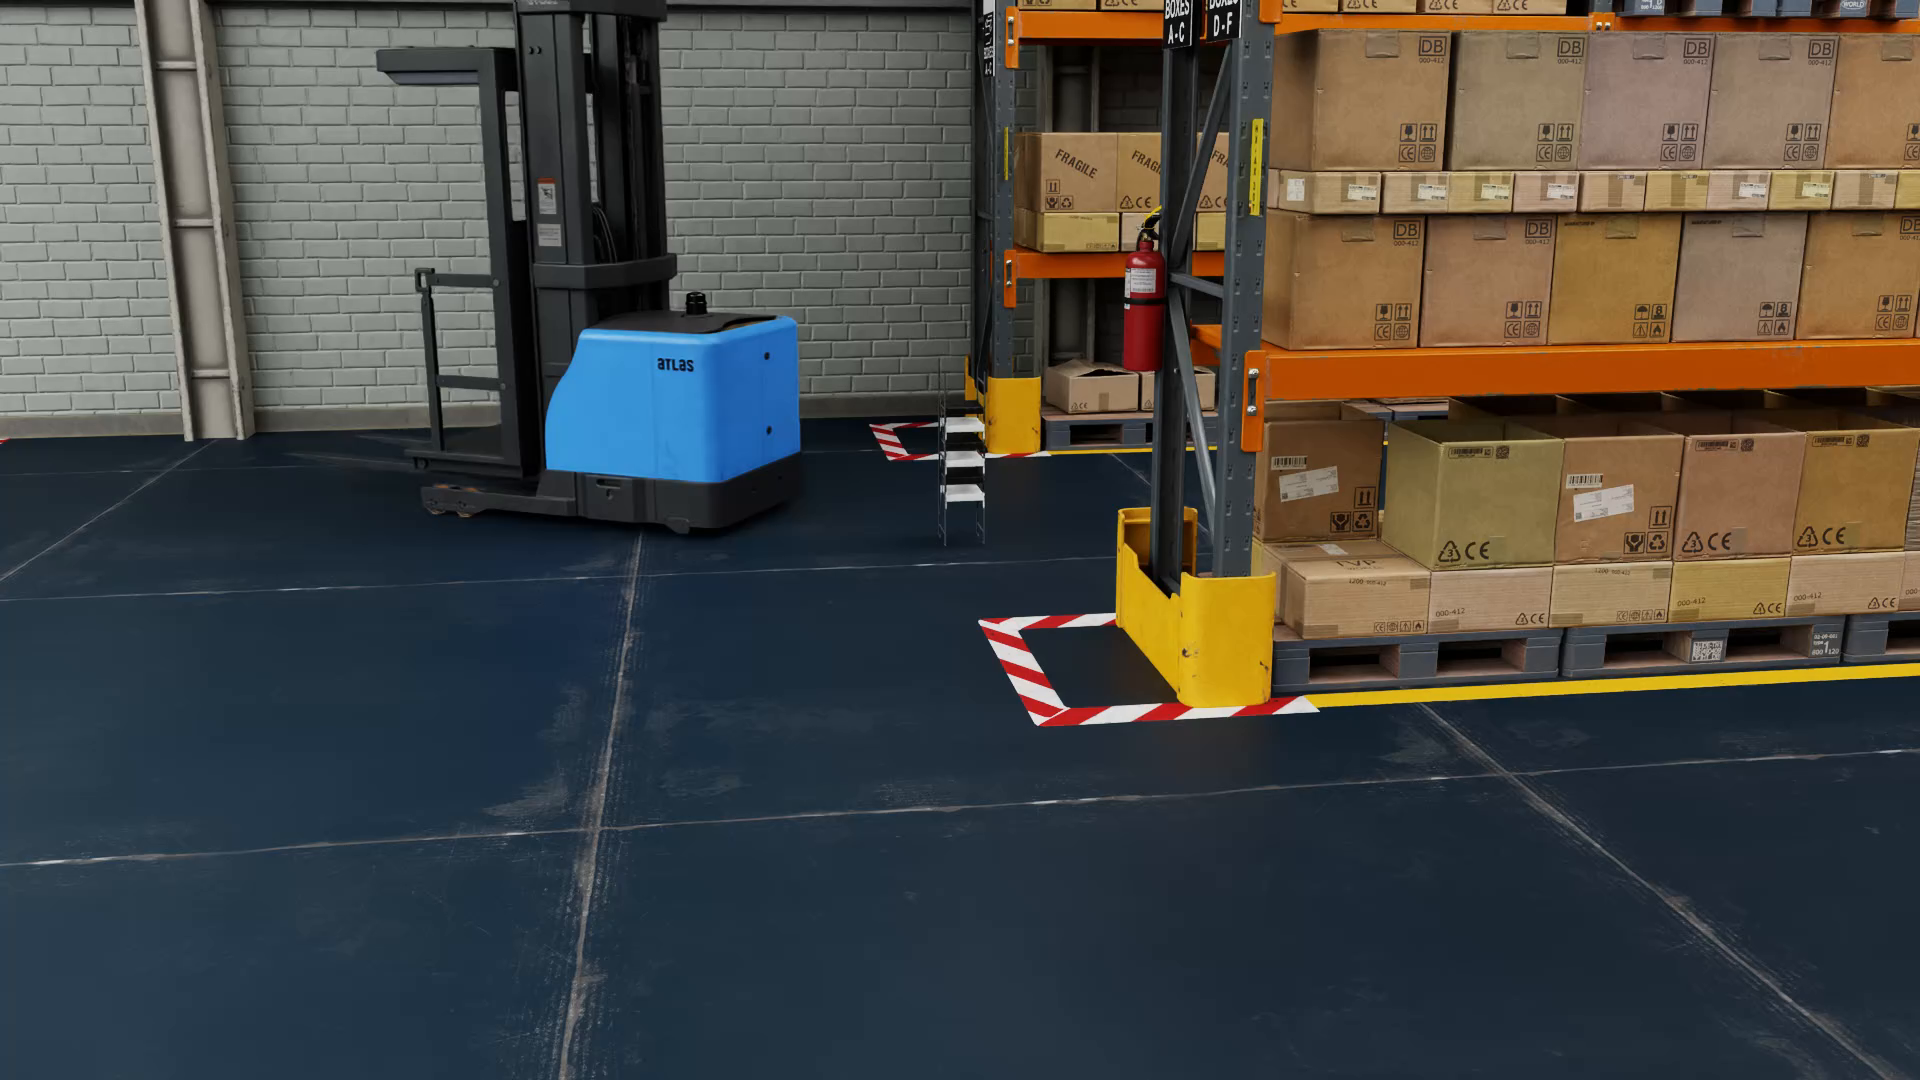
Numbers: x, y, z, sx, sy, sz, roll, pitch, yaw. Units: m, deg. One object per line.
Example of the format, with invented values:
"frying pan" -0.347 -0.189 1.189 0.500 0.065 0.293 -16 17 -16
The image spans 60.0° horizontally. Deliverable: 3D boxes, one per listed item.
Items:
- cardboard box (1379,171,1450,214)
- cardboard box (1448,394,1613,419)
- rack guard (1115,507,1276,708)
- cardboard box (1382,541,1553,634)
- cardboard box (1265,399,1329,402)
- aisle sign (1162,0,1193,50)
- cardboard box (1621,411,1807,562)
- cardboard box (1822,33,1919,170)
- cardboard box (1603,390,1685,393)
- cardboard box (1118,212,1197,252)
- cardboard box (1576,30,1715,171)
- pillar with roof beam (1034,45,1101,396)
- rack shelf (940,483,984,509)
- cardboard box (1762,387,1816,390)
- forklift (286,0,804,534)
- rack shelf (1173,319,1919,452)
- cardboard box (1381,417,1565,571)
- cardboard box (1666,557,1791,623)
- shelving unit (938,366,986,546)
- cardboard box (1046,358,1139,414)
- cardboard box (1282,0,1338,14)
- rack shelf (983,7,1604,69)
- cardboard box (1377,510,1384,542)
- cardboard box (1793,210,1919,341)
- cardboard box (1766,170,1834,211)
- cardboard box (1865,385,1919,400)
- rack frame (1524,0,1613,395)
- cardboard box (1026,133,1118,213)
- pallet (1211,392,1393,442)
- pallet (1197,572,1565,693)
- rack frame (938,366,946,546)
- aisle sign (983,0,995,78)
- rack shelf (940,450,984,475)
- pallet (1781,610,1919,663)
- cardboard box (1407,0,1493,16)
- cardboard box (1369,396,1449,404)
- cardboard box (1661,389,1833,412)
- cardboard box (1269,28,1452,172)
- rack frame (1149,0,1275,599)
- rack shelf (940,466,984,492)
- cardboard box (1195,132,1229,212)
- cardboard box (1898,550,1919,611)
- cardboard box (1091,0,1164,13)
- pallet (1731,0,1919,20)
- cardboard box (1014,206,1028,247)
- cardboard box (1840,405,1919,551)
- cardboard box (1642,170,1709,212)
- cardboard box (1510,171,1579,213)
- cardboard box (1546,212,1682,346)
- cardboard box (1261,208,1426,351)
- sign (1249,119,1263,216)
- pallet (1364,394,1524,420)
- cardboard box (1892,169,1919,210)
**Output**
"cardboard box" 1.633 -1.308 6.231 0.250 0.149 0.380 -2 14 -10
"cardboard box" 2.425 -0.336 7.144 0.500 0.500 0.500 -2 14 -8
"rack guard" 0.929 0.241 6.731 0.348 0.500 1.175 -2 14 -8
"cardboard box" 2.010 0.173 6.654 0.500 0.250 0.500 -2 14 -8
"cardboard box" 2.205 -1.203 11.586 0.500 0.500 0.700 -3 14 -12
"aisle sign" 0.844 -2.301 6.387 0.004 0.787 0.394 -2 14 -8
"cardboard box" 2.999 -0.225 6.701 0.500 0.500 0.500 -2 14 -8
"cardboard box" 3.475 -1.740 6.623 0.500 0.500 0.700 -2 14 -8
"cardboard box" 4.891 -1.340 12.132 0.500 0.500 0.700 -2 14 -6
"cardboard box" 1.252 -2.064 11.052 0.500 0.250 0.500 -3 14 -10
"cardboard box" 2.486 -1.704 6.479 0.500 0.500 0.700 -2 14 -8
"pillar with roof beam" 1.415 -4.271 7.254 0.400 9.000 9.100 -2 14 -8
"rack shelf" 0.008 -0.230 8.665 0.200 0.077 0.258 -2 14 -8
"cardboard box" 5.905 -1.379 12.290 0.500 0.500 0.700 -2 14 -8
"forklift" -2.463 -1.658 9.306 3.031 2.935 1.130 5 15 21
"rack shelf" 2.930 -0.695 6.807 4.000 0.370 1.077 -2 14 -8
"cardboard box" 2.010 -0.190 6.561 0.500 0.500 0.500 -2 14 -8
"cardboard box" 2.999 0.138 6.794 0.500 0.250 0.500 -2 14 -8
"shelving unit" 0.008 -0.437 8.614 0.210 0.900 0.258 -2 14 -8
"cardboard box" 0.908 -1.076 11.469 0.500 0.311 0.500 -4 15 -15
"cardboard box" 2.154 -3.684 10.831 0.500 0.500 0.500 -1 14 -5
"rack shelf" 2.188 -3.342 11.193 4.000 0.370 1.077 -2 14 -8
"cardboard box" 1.931 0.047 7.159 0.500 0.250 0.500 -2 14 -8
"cardboard box" 3.453 -1.110 6.775 0.500 0.500 0.700 -2 14 -7
"cardboard box" 3.153 -1.363 6.450 0.250 0.149 0.380 -2 14 -6
"cardboard box" 4.403 -0.409 7.434 0.500 0.500 0.500 -2 14 -8
"rack frame" 4.166 -2.308 11.760 0.127 3.000 1.000 -2 14 -8
"cardboard box" 0.728 -2.409 10.887 0.500 0.500 0.500 -2 14 -8
"pallet" 2.298 -0.878 11.788 1.213 0.211 1.003 -2 14 -8
"pallet" 1.702 0.343 6.921 1.213 0.211 1.003 -2 14 -8
"rack frame" -0.093 -0.433 8.599 0.006 0.900 0.240 -2 14 -8
"aisle sign" 0.184 -3.350 10.567 0.004 0.787 0.394 -2 14 -8
"rack shelf" 0.008 -0.404 8.622 0.200 0.077 0.258 -2 14 -8
"pallet" 4.115 0.254 7.273 1.213 0.211 1.003 -2 14 -8
"cardboard box" 3.202 -3.728 11.009 0.500 0.500 0.500 -3 14 -13
"cardboard box" 3.146 -1.262 11.822 0.500 0.500 0.500 -3 14 -13
"cardboard box" 3.414 -0.373 7.290 0.500 0.500 0.500 -2 14 -8
"cardboard box" 1.468 -1.665 6.324 0.500 0.500 0.700 -2 14 -8
"rack frame" 0.952 -0.972 6.431 0.127 3.000 1.000 -2 14 -8
"rack shelf" 0.008 -0.317 8.644 0.200 0.077 0.258 -2 14 -8
"cardboard box" 1.730 -2.442 11.017 0.500 0.500 0.500 -3 14 -10
"cardboard box" 3.986 0.098 6.953 0.500 0.250 0.500 -2 14 -8
"cardboard box" 1.115 -3.639 10.654 0.500 0.500 0.500 -1 14 -5
"pallet" 5.817 -3.707 11.557 1.003 0.211 1.213 -2 14 -8
"cardboard box" 0.644 -2.164 11.451 0.500 0.250 0.500 -2 14 -7
"cardboard box" 3.986 -0.266 6.863 0.500 0.500 0.500 -2 14 -8
"cardboard box" 2.646 -1.345 6.378 0.250 0.149 0.380 -2 14 -9
"cardboard box" 2.130 -1.325 6.300 0.250 0.149 0.380 -2 14 -9
"cardboard box" 2.426 -1.071 6.621 0.500 0.500 0.700 -2 14 -8
"cardboard box" 1.416 -1.034 6.474 0.500 0.500 0.700 -2 14 -8
"sign" 1.029 -1.296 5.783 0.005 0.325 0.100 -2 14 -8
"pallet" 3.507 -0.923 11.968 1.213 0.211 1.003 -2 14 -8
"cardboard box" 3.664 -1.382 6.528 0.250 0.149 0.380 -2 14 -9
